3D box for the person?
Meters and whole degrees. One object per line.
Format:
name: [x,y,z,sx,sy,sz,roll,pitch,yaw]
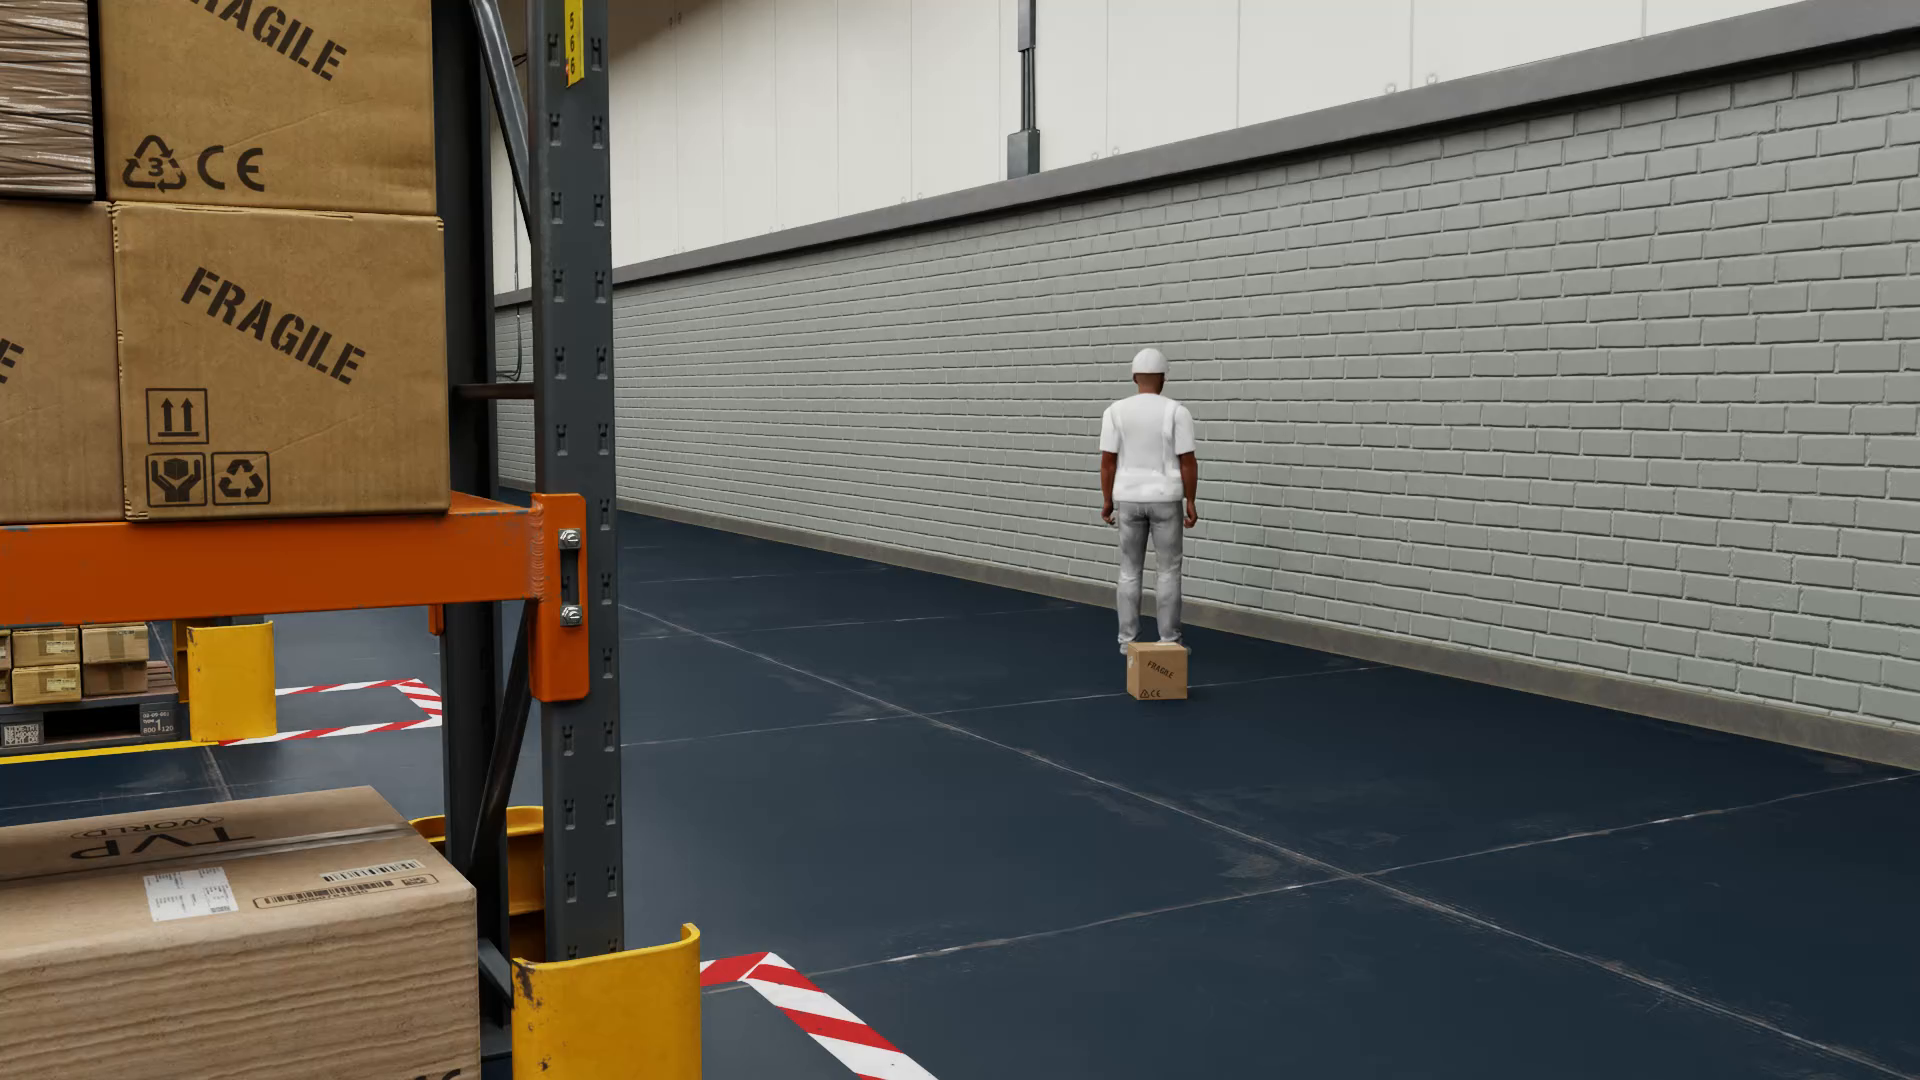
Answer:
person: [1.096,-0.212,9.592,0.568,1.779,0.377,2,5,18]
